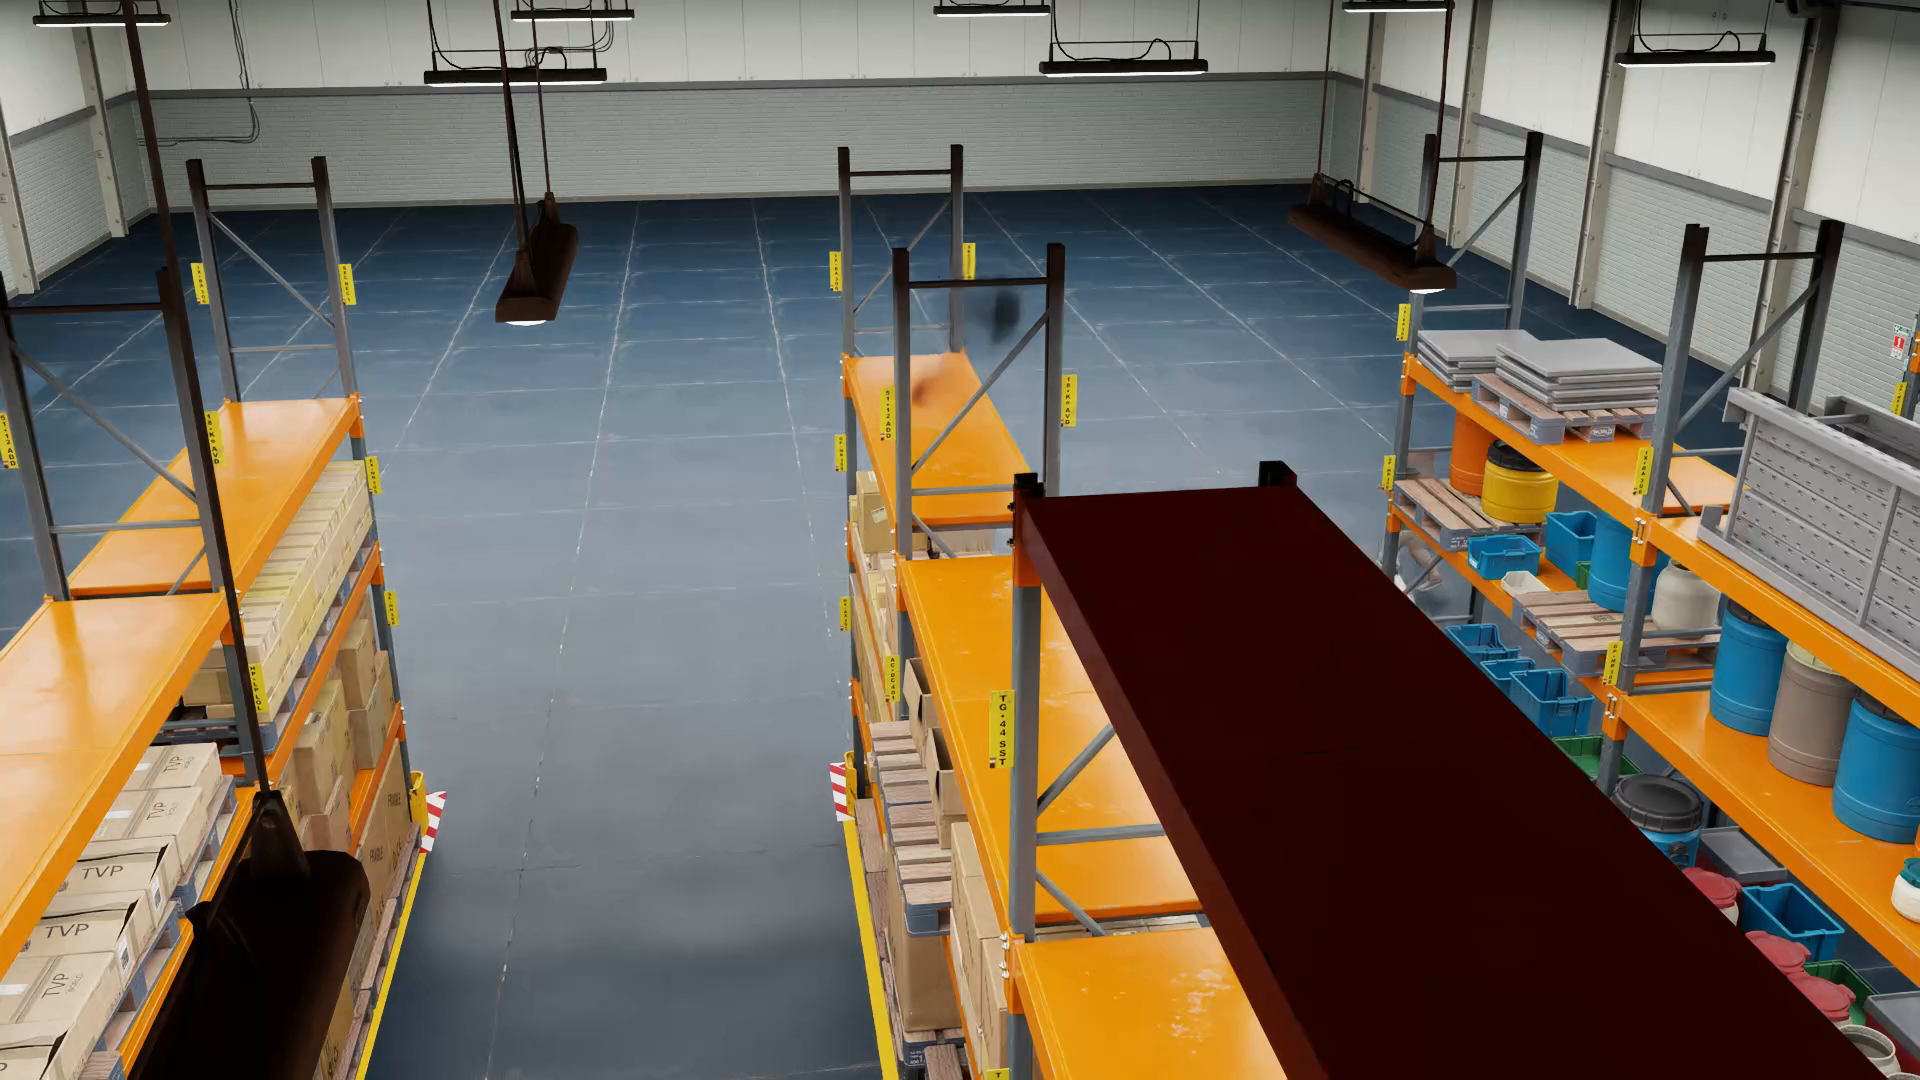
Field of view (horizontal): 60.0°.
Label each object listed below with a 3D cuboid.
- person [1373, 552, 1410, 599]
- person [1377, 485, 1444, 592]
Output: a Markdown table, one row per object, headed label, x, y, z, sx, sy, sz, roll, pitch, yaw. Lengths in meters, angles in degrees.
| label | x | y | z | sx | sy | sz | roll | pitch | yaw |
| --- | --- | --- | --- | --- | --- | --- | --- | --- | --- |
| person | 4.533 | 0.918 | 17.197 | 0.671 | 1.642 | 0.558 | 5 | 22 | 13 |
| person | 5.360 | -0.099 | 19.745 | 0.881 | 1.730 | 0.639 | 7 | 23 | 16 |
